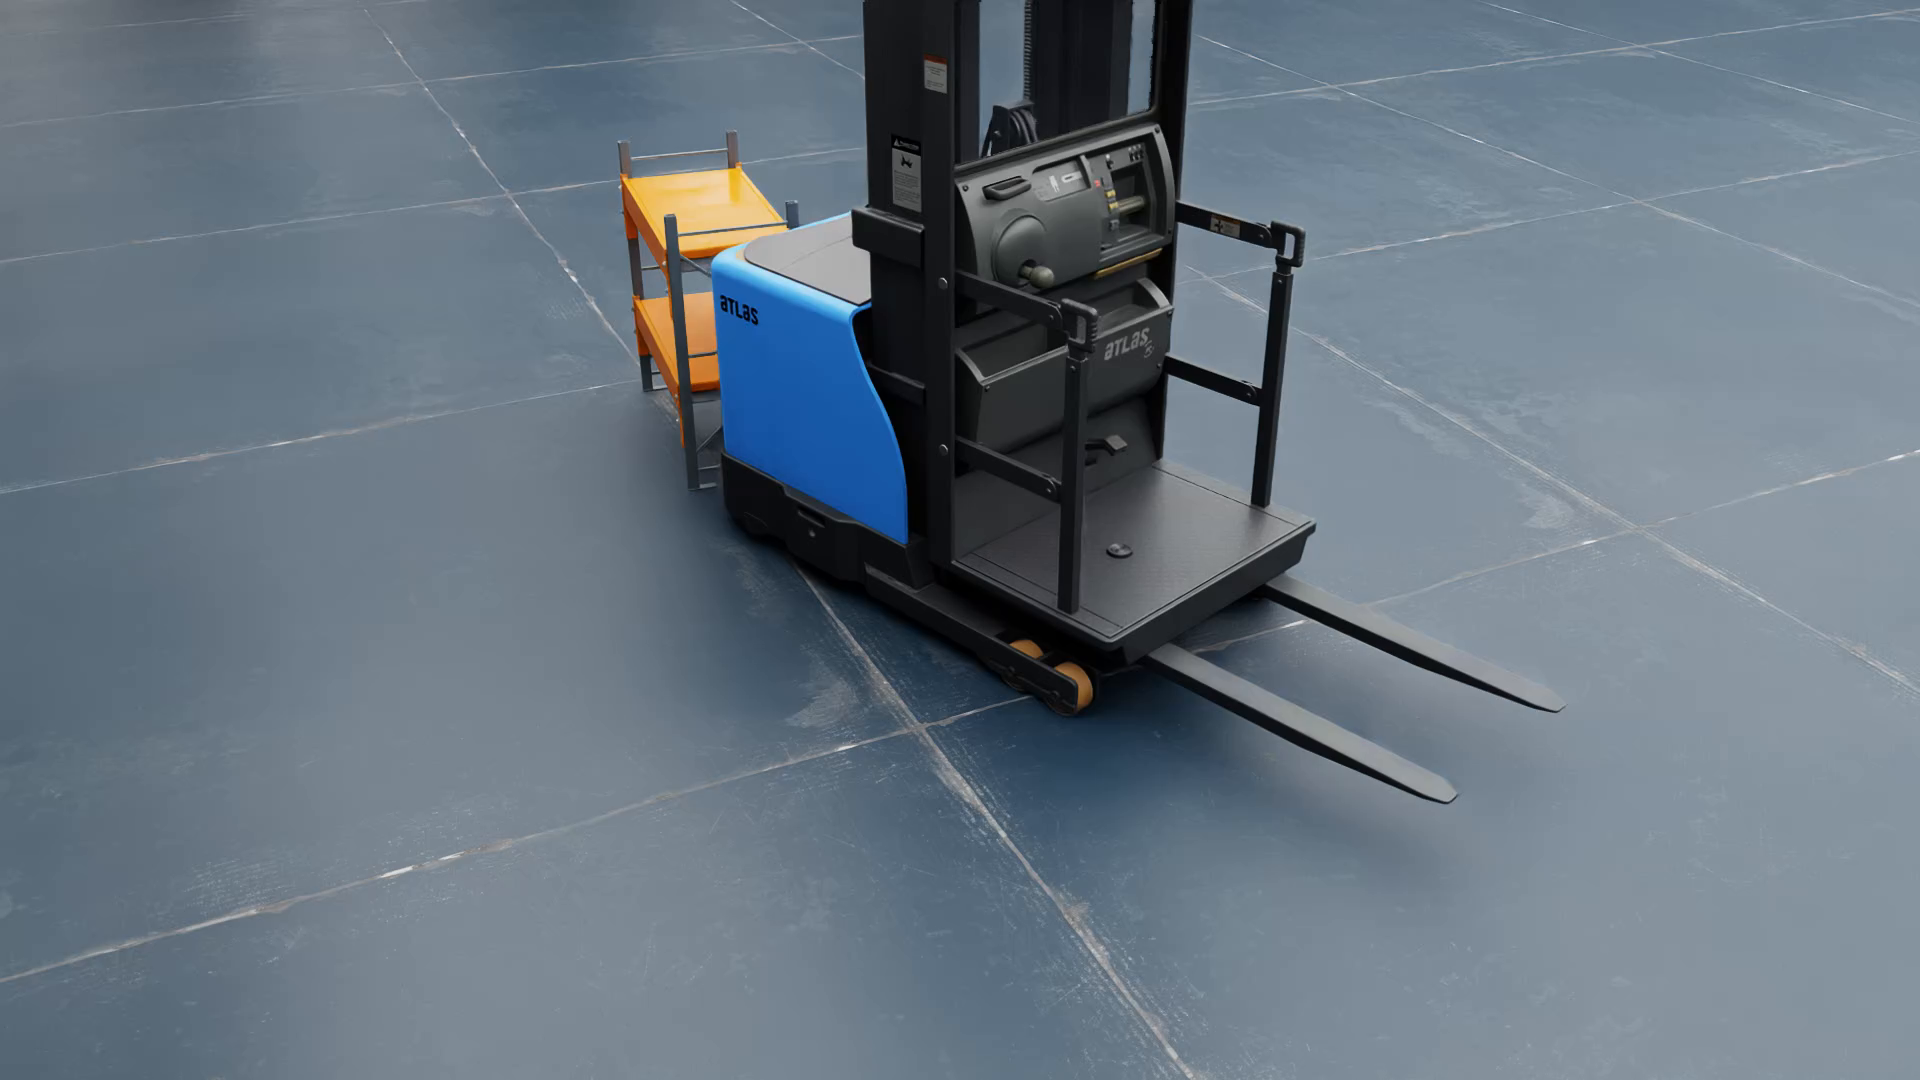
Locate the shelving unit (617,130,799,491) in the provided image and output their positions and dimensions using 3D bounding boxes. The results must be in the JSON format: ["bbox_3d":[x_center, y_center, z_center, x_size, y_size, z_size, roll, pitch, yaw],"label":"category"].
[{"bbox_3d":[-1.012,-0.966,6.822,0.538,1.125,1.048,-10,31,-17],"label":"shelving unit"}]

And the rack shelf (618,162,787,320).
[{"bbox_3d":[-1.012,-1.221,6.679,0.538,0.278,1.000,-10,31,-17],"label":"rack shelf"}]

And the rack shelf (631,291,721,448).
[{"bbox_3d":[-1.012,-0.752,6.942,0.538,0.278,1.000,-10,31,-17],"label":"rack shelf"}]

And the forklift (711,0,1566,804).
[{"bbox_3d":[0.497,-1.010,5.054,1.130,2.935,3.031,-26,38,-38],"label":"forklift"}]

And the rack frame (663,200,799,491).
[{"bbox_3d":[-0.842,-0.731,6.404,0.500,1.125,0.032,-10,31,-17],"label":"rack frame"}]

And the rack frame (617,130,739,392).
[{"bbox_3d":[-1.182,-1.200,7.240,0.500,1.125,0.032,-10,31,-17],"label":"rack frame"}]
